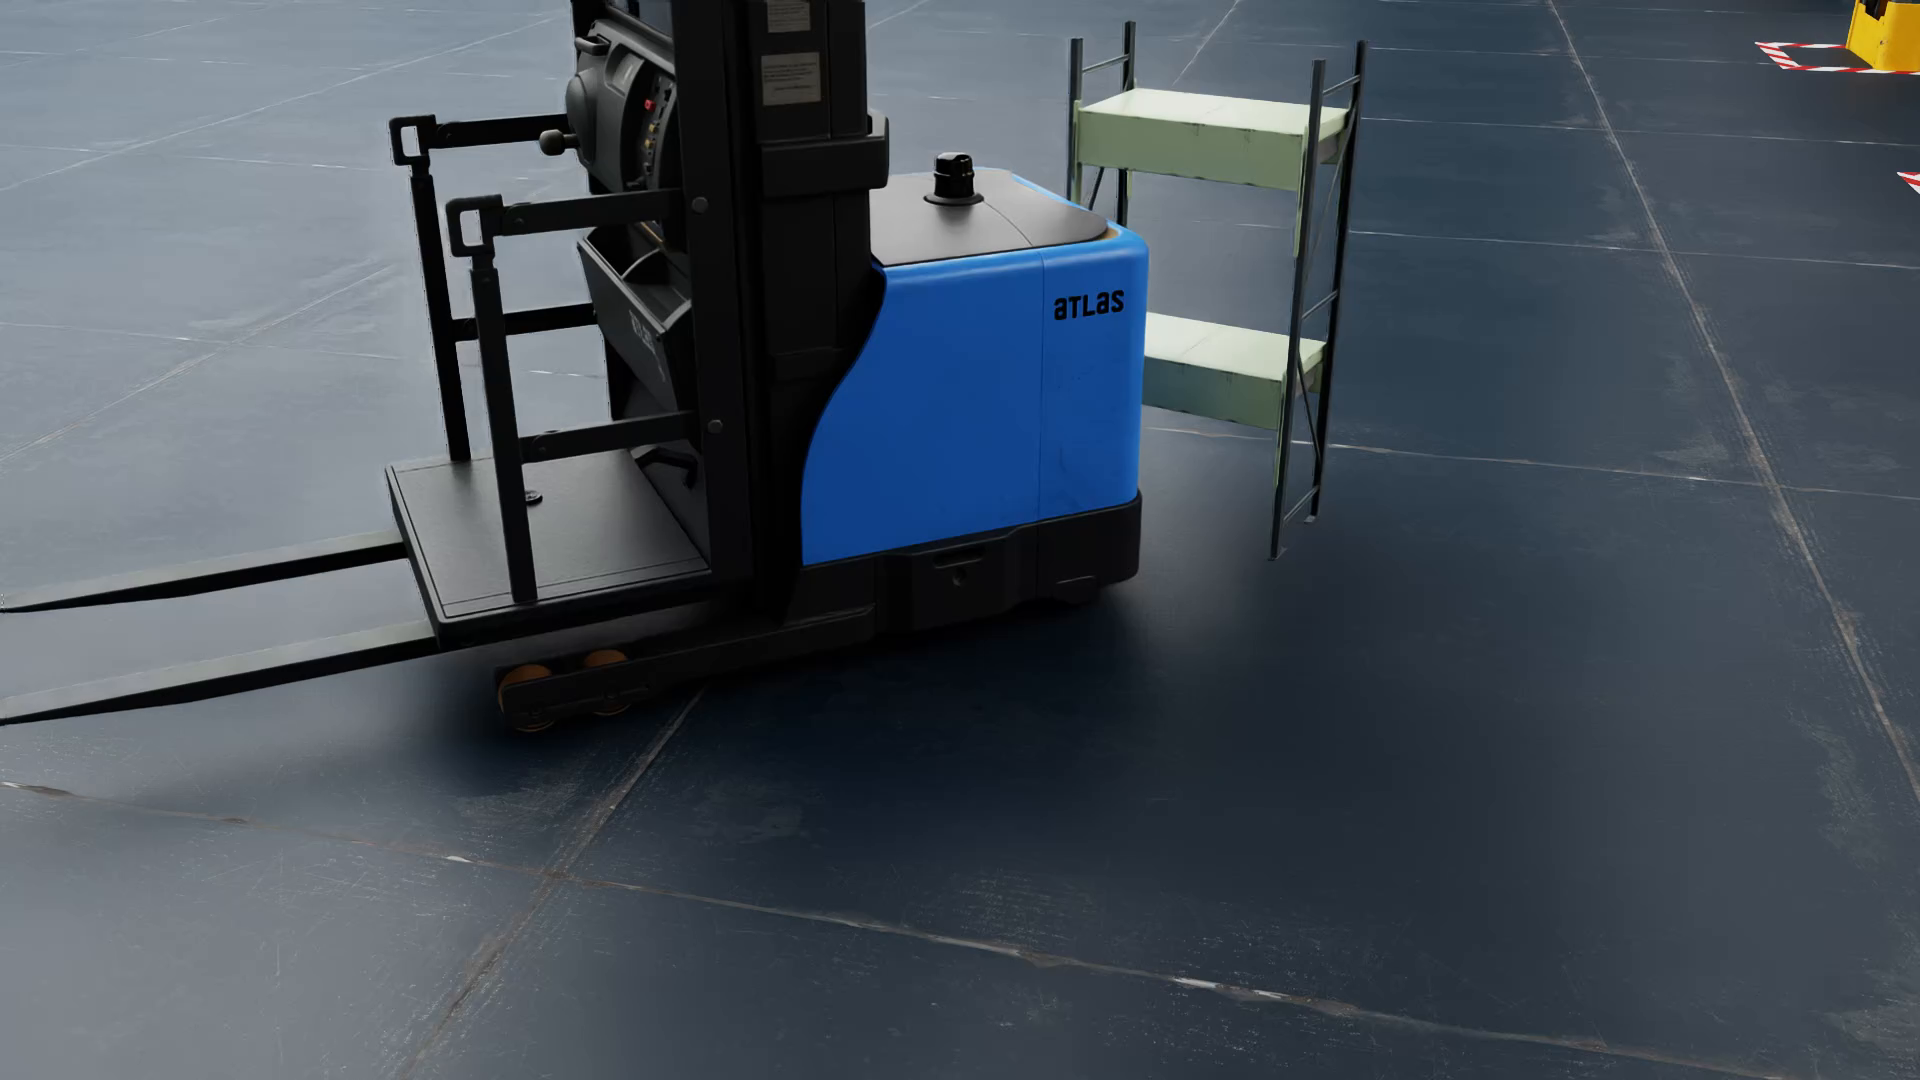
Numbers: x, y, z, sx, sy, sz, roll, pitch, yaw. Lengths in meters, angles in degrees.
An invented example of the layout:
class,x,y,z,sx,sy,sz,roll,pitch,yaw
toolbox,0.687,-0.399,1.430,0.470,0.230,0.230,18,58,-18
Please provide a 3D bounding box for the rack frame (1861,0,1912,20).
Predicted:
class,x,y,z,sx,sy,sz,roll,pitch,yaw
rack frame,7.349,-5.230,12.745,0.127,3.000,1.000,6,26,13

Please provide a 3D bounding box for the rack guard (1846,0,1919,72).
class,x,y,z,sx,sy,sz,roll,pitch,yaw
rack guard,7.423,-4.093,13.265,0.348,0.500,1.175,6,26,13

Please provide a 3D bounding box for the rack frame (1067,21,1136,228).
class,x,y,z,sx,sy,sz,roll,pitch,yaw
rack frame,0.432,-0.846,5.283,0.023,1.500,0.400,14,29,27

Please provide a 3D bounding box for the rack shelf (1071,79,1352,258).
class,x,y,z,sx,sy,sz,roll,pitch,yaw
rack shelf,0.748,-1.119,4.949,0.720,0.370,0.431,14,29,27

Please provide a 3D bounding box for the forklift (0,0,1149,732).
class,x,y,z,sx,sy,sz,roll,pitch,yaw
forklift,-1.036,-1.094,4.138,3.031,2.935,1.130,-11,28,-22

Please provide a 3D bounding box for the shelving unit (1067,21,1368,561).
class,x,y,z,sx,sy,sz,roll,pitch,yaw
shelving unit,0.748,-0.767,5.116,0.755,1.500,0.431,14,29,27

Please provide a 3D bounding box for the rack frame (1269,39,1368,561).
class,x,y,z,sx,sy,sz,roll,pitch,yaw
rack frame,1.064,-0.688,4.950,0.023,1.500,0.400,14,29,27

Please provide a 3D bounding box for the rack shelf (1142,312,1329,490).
class,x,y,z,sx,sy,sz,roll,pitch,yaw
rack shelf,0.748,-0.473,5.256,0.720,0.370,0.431,14,29,27
